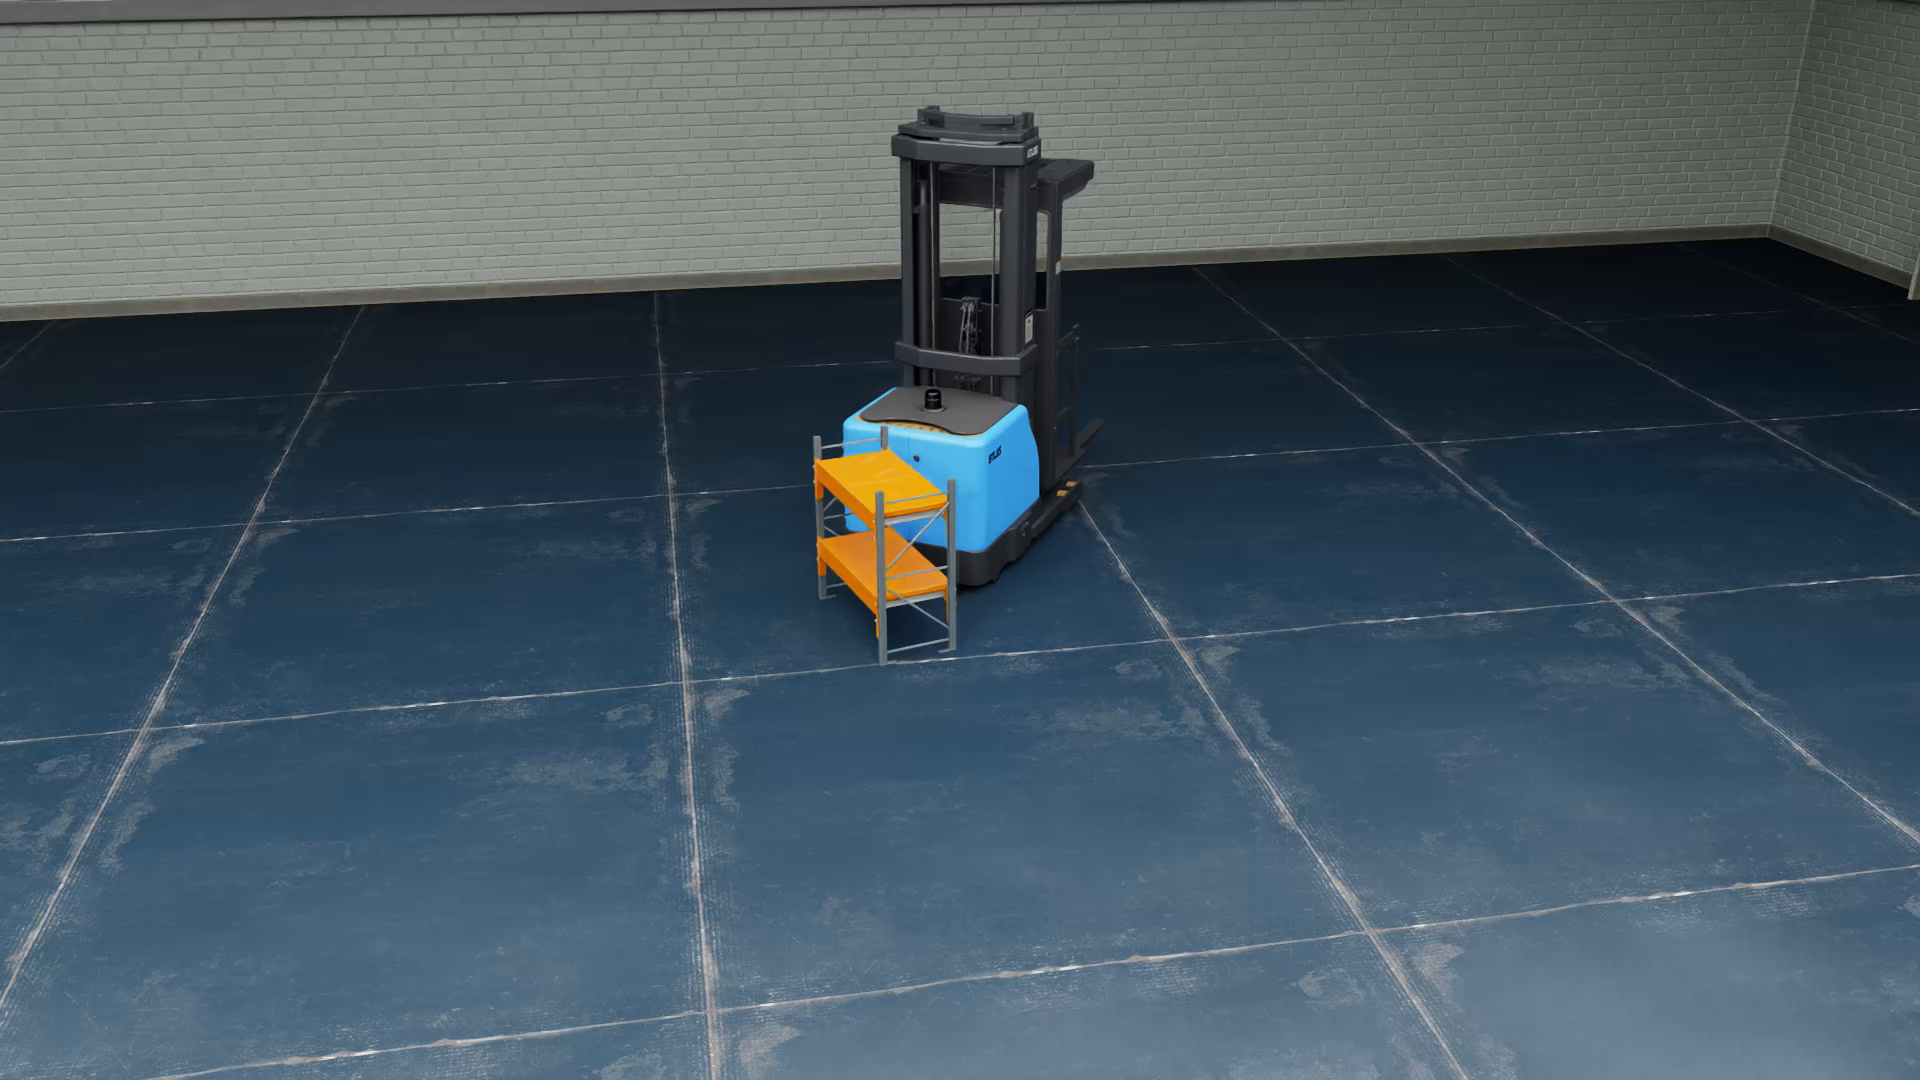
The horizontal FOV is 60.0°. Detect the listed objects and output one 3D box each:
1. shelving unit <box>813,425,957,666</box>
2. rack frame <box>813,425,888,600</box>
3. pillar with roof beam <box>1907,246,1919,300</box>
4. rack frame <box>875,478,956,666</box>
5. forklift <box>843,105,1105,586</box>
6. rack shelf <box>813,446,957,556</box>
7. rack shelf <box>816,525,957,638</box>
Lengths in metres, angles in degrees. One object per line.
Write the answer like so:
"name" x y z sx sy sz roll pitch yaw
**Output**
"shelving unit" -0.474 0.013 10.314 0.538 1.125 1.048 -11 26 -23
"rack frame" -0.690 -0.171 10.735 0.500 1.125 0.032 -11 26 -23
"pillar with roof beam" 5.986 -6.300 14.931 9.100 9.000 0.400 -4 24 -10
"rack frame" -0.257 0.197 9.893 0.500 1.125 0.032 -11 26 -23
"forklift" 0.264 -1.604 11.761 1.130 2.935 3.031 10 25 21
"rack shelf" -0.474 -0.255 10.197 0.538 0.278 1.000 -11 26 -23
"rack shelf" -0.474 0.237 10.412 0.538 0.278 1.000 -11 26 -23
